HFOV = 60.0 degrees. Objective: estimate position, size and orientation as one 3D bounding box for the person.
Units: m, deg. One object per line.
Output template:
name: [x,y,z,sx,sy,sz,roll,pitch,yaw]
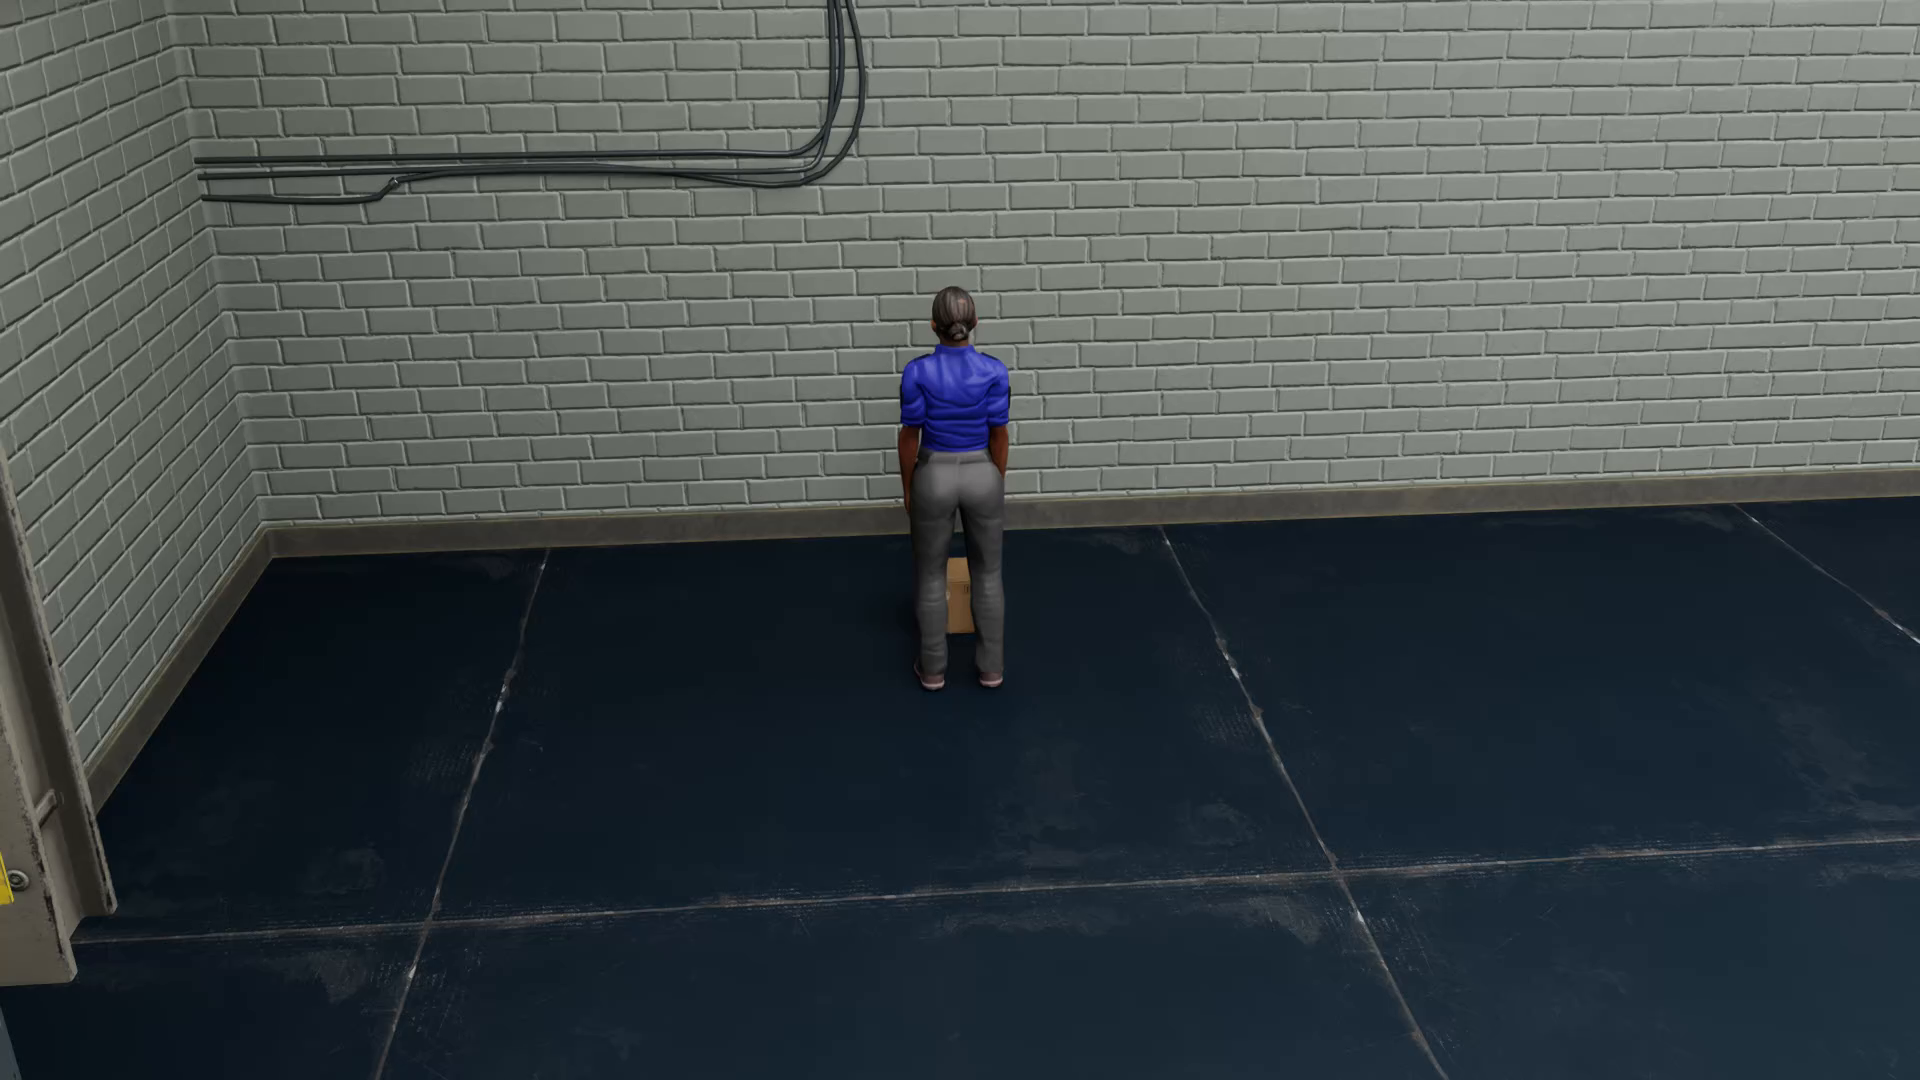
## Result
person: [-0.025,-0.188,6.554,0.435,1.642,0.304,-2,24,-4]
